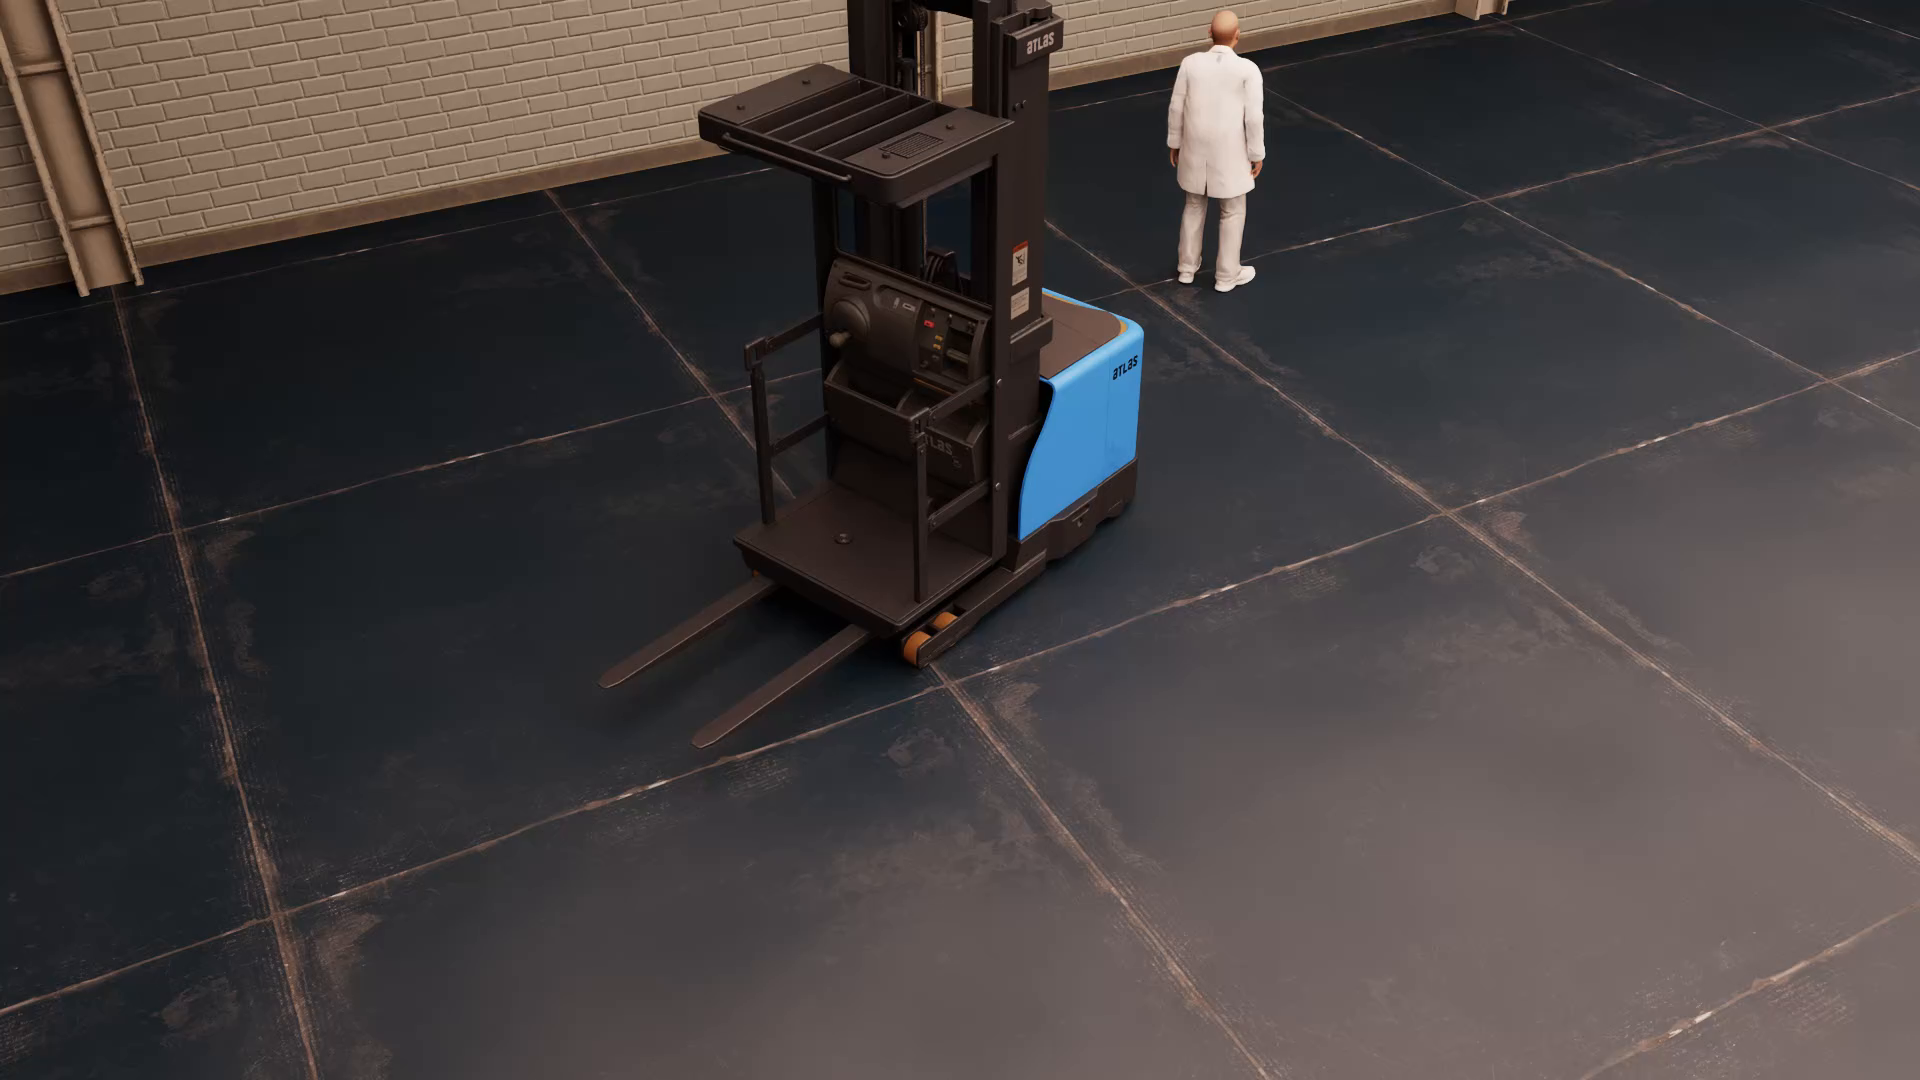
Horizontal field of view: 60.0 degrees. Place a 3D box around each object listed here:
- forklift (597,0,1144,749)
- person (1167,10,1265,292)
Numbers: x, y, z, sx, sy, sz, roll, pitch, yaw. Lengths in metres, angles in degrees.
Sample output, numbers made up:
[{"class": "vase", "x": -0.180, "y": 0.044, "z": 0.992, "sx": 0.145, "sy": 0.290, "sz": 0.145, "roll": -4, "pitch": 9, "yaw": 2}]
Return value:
[{"class": "forklift", "x": -0.390, "y": -0.927, "z": 7.434, "sx": 1.130, "sy": 2.935, "sz": 3.031, "roll": 26, "pitch": 43, "yaw": 31}, {"class": "person", "x": 1.632, "y": -2.482, "z": 10.637, "sx": 0.650, "sy": 1.773, "sz": 0.436, "roll": 16, "pitch": 38, "yaw": 21}]
